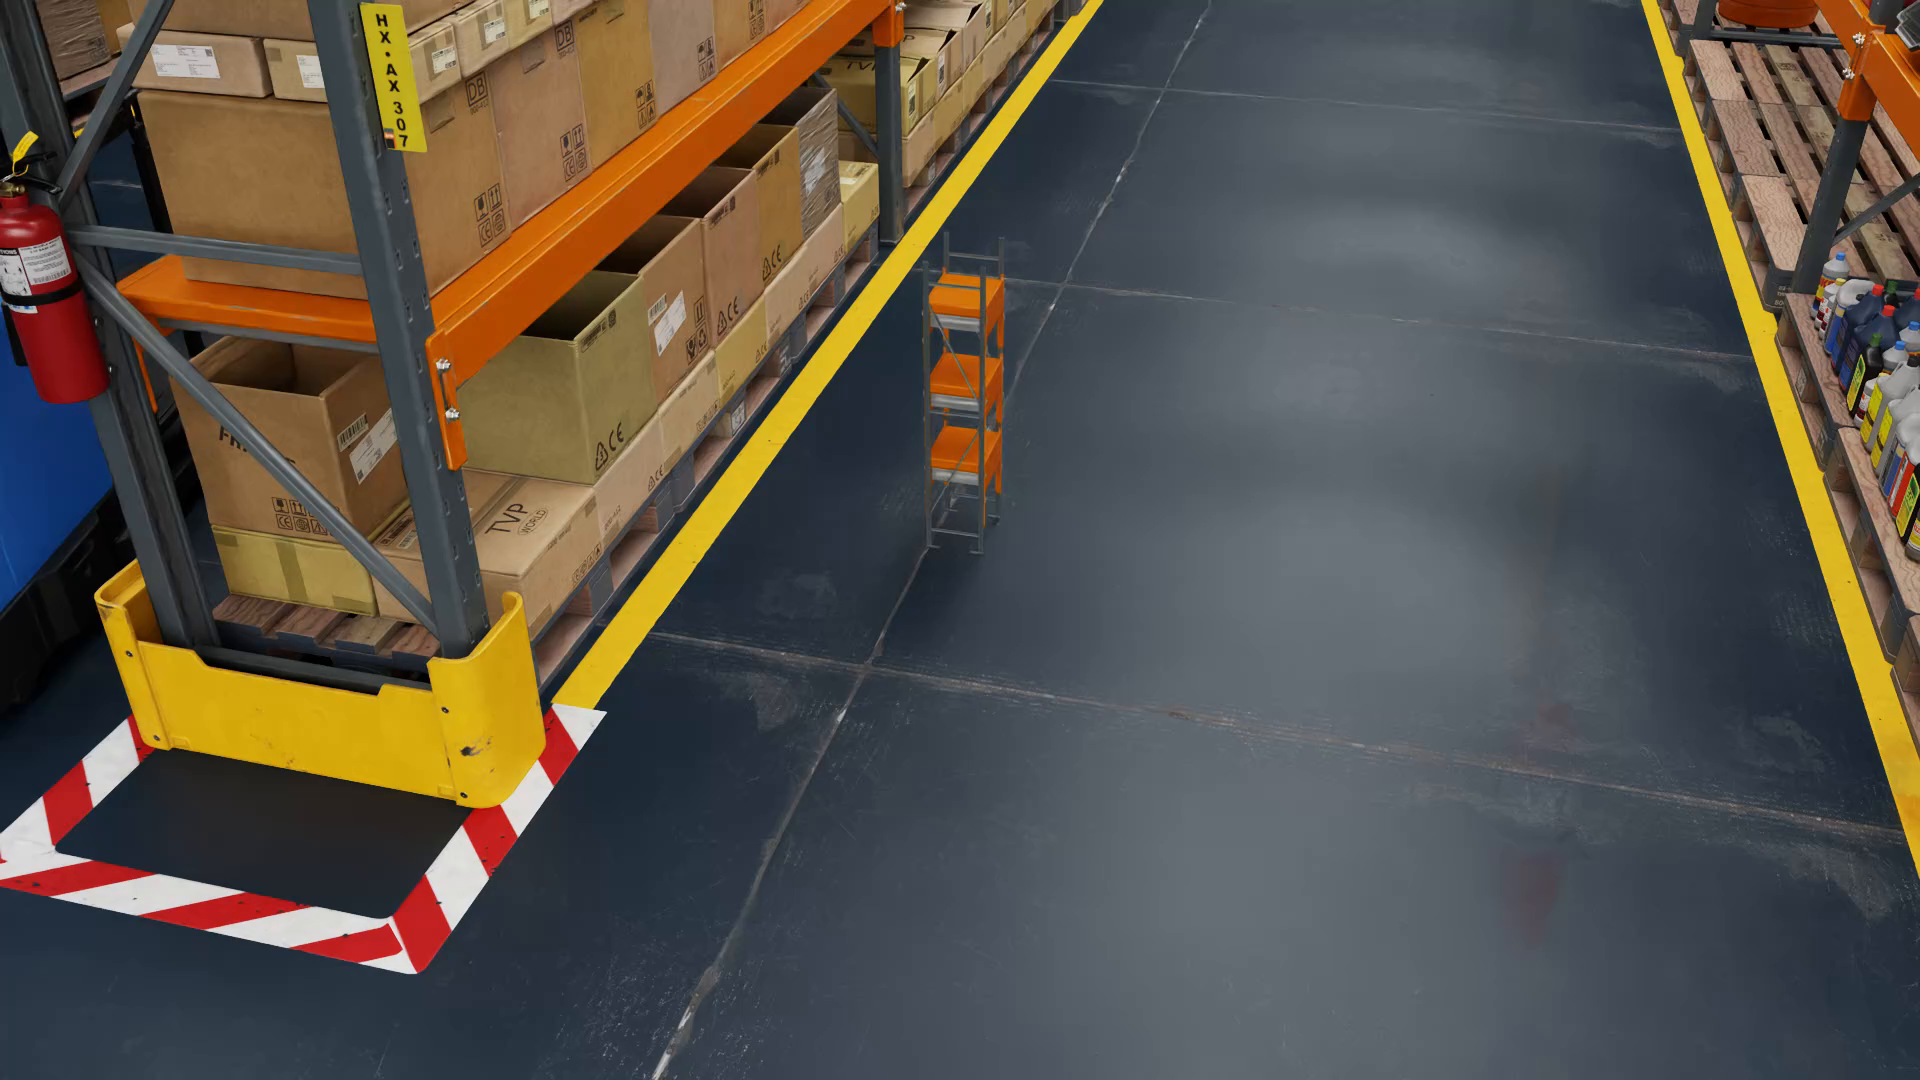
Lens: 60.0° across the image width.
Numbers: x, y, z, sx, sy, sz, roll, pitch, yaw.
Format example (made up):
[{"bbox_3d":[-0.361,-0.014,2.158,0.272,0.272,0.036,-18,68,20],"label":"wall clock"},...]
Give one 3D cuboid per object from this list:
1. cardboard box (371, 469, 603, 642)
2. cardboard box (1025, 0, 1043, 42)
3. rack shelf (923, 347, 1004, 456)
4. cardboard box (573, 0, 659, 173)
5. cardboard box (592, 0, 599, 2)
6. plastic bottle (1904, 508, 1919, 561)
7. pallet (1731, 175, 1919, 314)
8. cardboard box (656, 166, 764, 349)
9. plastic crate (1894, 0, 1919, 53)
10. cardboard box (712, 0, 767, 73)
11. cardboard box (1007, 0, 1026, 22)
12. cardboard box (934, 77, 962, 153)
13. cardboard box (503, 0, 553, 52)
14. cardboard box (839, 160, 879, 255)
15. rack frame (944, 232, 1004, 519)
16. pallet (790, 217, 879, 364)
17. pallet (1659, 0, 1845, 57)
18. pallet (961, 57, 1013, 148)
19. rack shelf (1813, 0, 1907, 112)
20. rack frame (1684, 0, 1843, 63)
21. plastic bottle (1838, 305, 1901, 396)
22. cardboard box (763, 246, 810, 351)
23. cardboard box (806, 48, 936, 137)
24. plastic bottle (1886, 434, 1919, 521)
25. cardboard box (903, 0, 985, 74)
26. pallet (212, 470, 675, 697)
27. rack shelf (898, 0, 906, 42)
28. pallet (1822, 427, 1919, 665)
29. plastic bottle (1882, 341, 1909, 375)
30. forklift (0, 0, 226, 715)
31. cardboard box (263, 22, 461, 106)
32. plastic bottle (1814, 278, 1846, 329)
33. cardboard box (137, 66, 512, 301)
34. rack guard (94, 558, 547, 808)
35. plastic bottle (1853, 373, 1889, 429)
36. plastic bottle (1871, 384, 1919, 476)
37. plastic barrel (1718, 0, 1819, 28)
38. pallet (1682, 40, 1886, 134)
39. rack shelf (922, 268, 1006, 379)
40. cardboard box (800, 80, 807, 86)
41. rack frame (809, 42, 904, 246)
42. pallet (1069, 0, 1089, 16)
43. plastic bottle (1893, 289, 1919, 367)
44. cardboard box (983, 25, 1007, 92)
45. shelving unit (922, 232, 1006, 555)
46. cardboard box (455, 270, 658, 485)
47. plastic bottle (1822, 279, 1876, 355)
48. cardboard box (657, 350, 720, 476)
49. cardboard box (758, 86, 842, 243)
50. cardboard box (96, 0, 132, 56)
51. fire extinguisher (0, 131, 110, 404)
[{"bbox_3d":[-1.435,0.036,5.068,0.500,0.250,0.500,8,33,12],"label":"cardboard box"},{"bbox_3d":[0.219,-3.293,10.305,0.500,0.250,0.500,8,33,12],"label":"cardboard box"},{"bbox_3d":[0.014,-0.462,5.518,0.215,0.259,0.240,8,33,12],"label":"rack shelf"},{"bbox_3d":[-1.395,-1.512,5.239,0.700,0.500,0.500,8,33,13],"label":"cardboard box"},{"bbox_3d":[-1.218,-1.725,4.970,0.380,0.149,0.250,7,33,11],"label":"cardboard box"},{"bbox_3d":[3.046,-0.040,5.215,0.097,0.201,0.097,0,32,0],"label":"plastic bottle"},{"bbox_3d":[4.181,-1.334,7.652,1.003,0.211,1.213,8,33,12],"label":"pallet"},{"bbox_3d":[-1.052,-1.058,6.091,0.500,0.500,0.500,8,33,12],"label":"cardboard box"},{"bbox_3d":[3.763,-1.818,5.871,0.767,0.338,0.504,8,33,12],"label":"plastic crate"},{"bbox_3d":[-1.136,-2.051,6.087,0.700,0.500,0.500,9,33,13],"label":"cardboard box"},{"bbox_3d":[0.093,-3.266,9.741,0.500,0.311,0.500,8,33,12],"label":"cardboard box"},{"bbox_3d":[-0.298,-2.232,8.637,0.500,0.250,0.500,9,33,14],"label":"cardboard box"},{"bbox_3d":[-1.349,-1.456,4.546,0.380,0.149,0.250,8,33,13],"label":"cardboard box"},{"bbox_3d":[-0.677,-1.521,7.518,0.500,0.250,0.500,8,33,12],"label":"cardboard box"},{"bbox_3d":[0.045,-0.534,5.612,0.200,1.050,0.008,8,33,12],"label":"rack frame"},{"bbox_3d":[-1.014,-1.191,7.426,1.003,0.211,1.213,8,33,12],"label":"pallet"},{"bbox_3d":[5.194,-3.412,10.920,1.003,0.211,1.213,8,33,12],"label":"pallet"},{"bbox_3d":[-0.314,-2.621,9.675,1.003,0.211,1.213,8,33,12],"label":"pallet"},{"bbox_3d":[4.527,-2.832,8.080,1.077,0.370,4.000,8,33,12],"label":"rack shelf"},{"bbox_3d":[5.034,-4.174,9.520,1.000,3.000,0.127,8,33,12],"label":"rack frame"},{"bbox_3d":[3.365,-0.706,6.123,0.144,0.351,0.185,7,33,10],"label":"plastic bottle"},{"bbox_3d":[-0.927,-1.001,6.701,0.500,0.250,0.500,8,33,12],"label":"cardboard box"},{"bbox_3d":[-0.425,-2.209,8.077,0.500,0.311,0.500,8,33,13],"label":"cardboard box"},{"bbox_3d":[3.136,-0.199,5.395,0.152,0.276,0.135,8,33,13],"label":"plastic bottle"},{"bbox_3d":[-0.163,-2.736,8.907,0.500,0.311,0.500,7,33,11],"label":"cardboard box"},{"bbox_3d":[-1.633,0.075,5.435,1.003,0.211,1.213,8,33,12],"label":"pallet"},{"bbox_3d":[-0.264,-3.509,9.144,1.077,0.370,4.000,8,33,12],"label":"rack shelf"},{"bbox_3d":[3.501,0.056,5.464,1.003,0.211,1.213,8,33,12],"label":"pallet"},{"bbox_3d":[3.364,-0.591,6.016,0.097,0.271,0.097,0,32,0],"label":"plastic bottle"},{"bbox_3d":[-3.279,-1.438,5.279,1.130,2.935,3.031,0,32,1],"label":"forklift"},{"bbox_3d":[-1.478,-1.189,4.127,0.380,0.149,0.250,8,33,12],"label":"cardboard box"},{"bbox_3d":[3.488,-0.945,6.638,0.097,0.201,0.097,0,32,0],"label":"plastic bottle"},{"bbox_3d":[-1.655,-0.982,4.405,0.700,0.500,0.500,8,33,12],"label":"cardboard box"},{"bbox_3d":[-1.792,0.369,4.704,1.175,0.500,0.348,8,33,12],"label":"rack guard"},{"bbox_3d":[3.270,-0.499,5.937,0.097,0.201,0.097,0,32,0],"label":"plastic bottle"},{"bbox_3d":[3.210,-0.389,5.624,0.144,0.351,0.185,9,34,14],"label":"plastic bottle"},{"bbox_3d":[5.142,-3.692,10.392,0.600,0.830,0.708,8,33,12],"label":"plastic barrel"},{"bbox_3d":[4.800,-2.600,9.644,1.003,0.211,1.213,8,33,12],"label":"pallet"},{"bbox_3d":[0.014,-0.701,5.365,0.215,0.259,0.240,8,33,12],"label":"rack shelf"},{"bbox_3d":[-0.946,-2.277,8.185,0.500,0.311,0.500,8,33,12],"label":"cardboard box"},{"bbox_3d":[-0.771,-2.775,7.318,1.000,3.000,0.127,8,33,12],"label":"rack frame"},{"bbox_3d":[0.470,-4.056,11.933,1.003,0.211,1.213,8,33,12],"label":"pallet"},{"bbox_3d":[3.552,-0.784,6.246,0.144,0.351,0.185,8,33,12],"label":"plastic bottle"},{"bbox_3d":[-0.039,-2.765,9.475,0.500,0.250,0.500,9,33,13],"label":"cardboard box"},{"bbox_3d":[0.014,-0.471,5.512,0.215,1.050,0.252,8,33,12],"label":"shelving unit"},{"bbox_3d":[-1.310,-0.540,5.276,0.500,0.500,0.500,8,33,12],"label":"cardboard box"},{"bbox_3d":[3.459,-0.857,6.431,0.152,0.276,0.135,9,34,14],"label":"plastic bottle"},{"bbox_3d":[-1.184,-0.483,5.885,0.500,0.250,0.500,8,33,12],"label":"cardboard box"},{"bbox_3d":[-0.816,-1.580,6.911,0.500,0.500,0.500,8,33,12],"label":"cardboard box"},{"bbox_3d":[-5.310,-3.237,9.966,0.700,0.500,0.500,7,33,11],"label":"cardboard box"},{"bbox_3d":[-2.266,-0.668,4.077,0.296,0.674,0.183,8,33,12],"label":"fire extinguisher"}]
